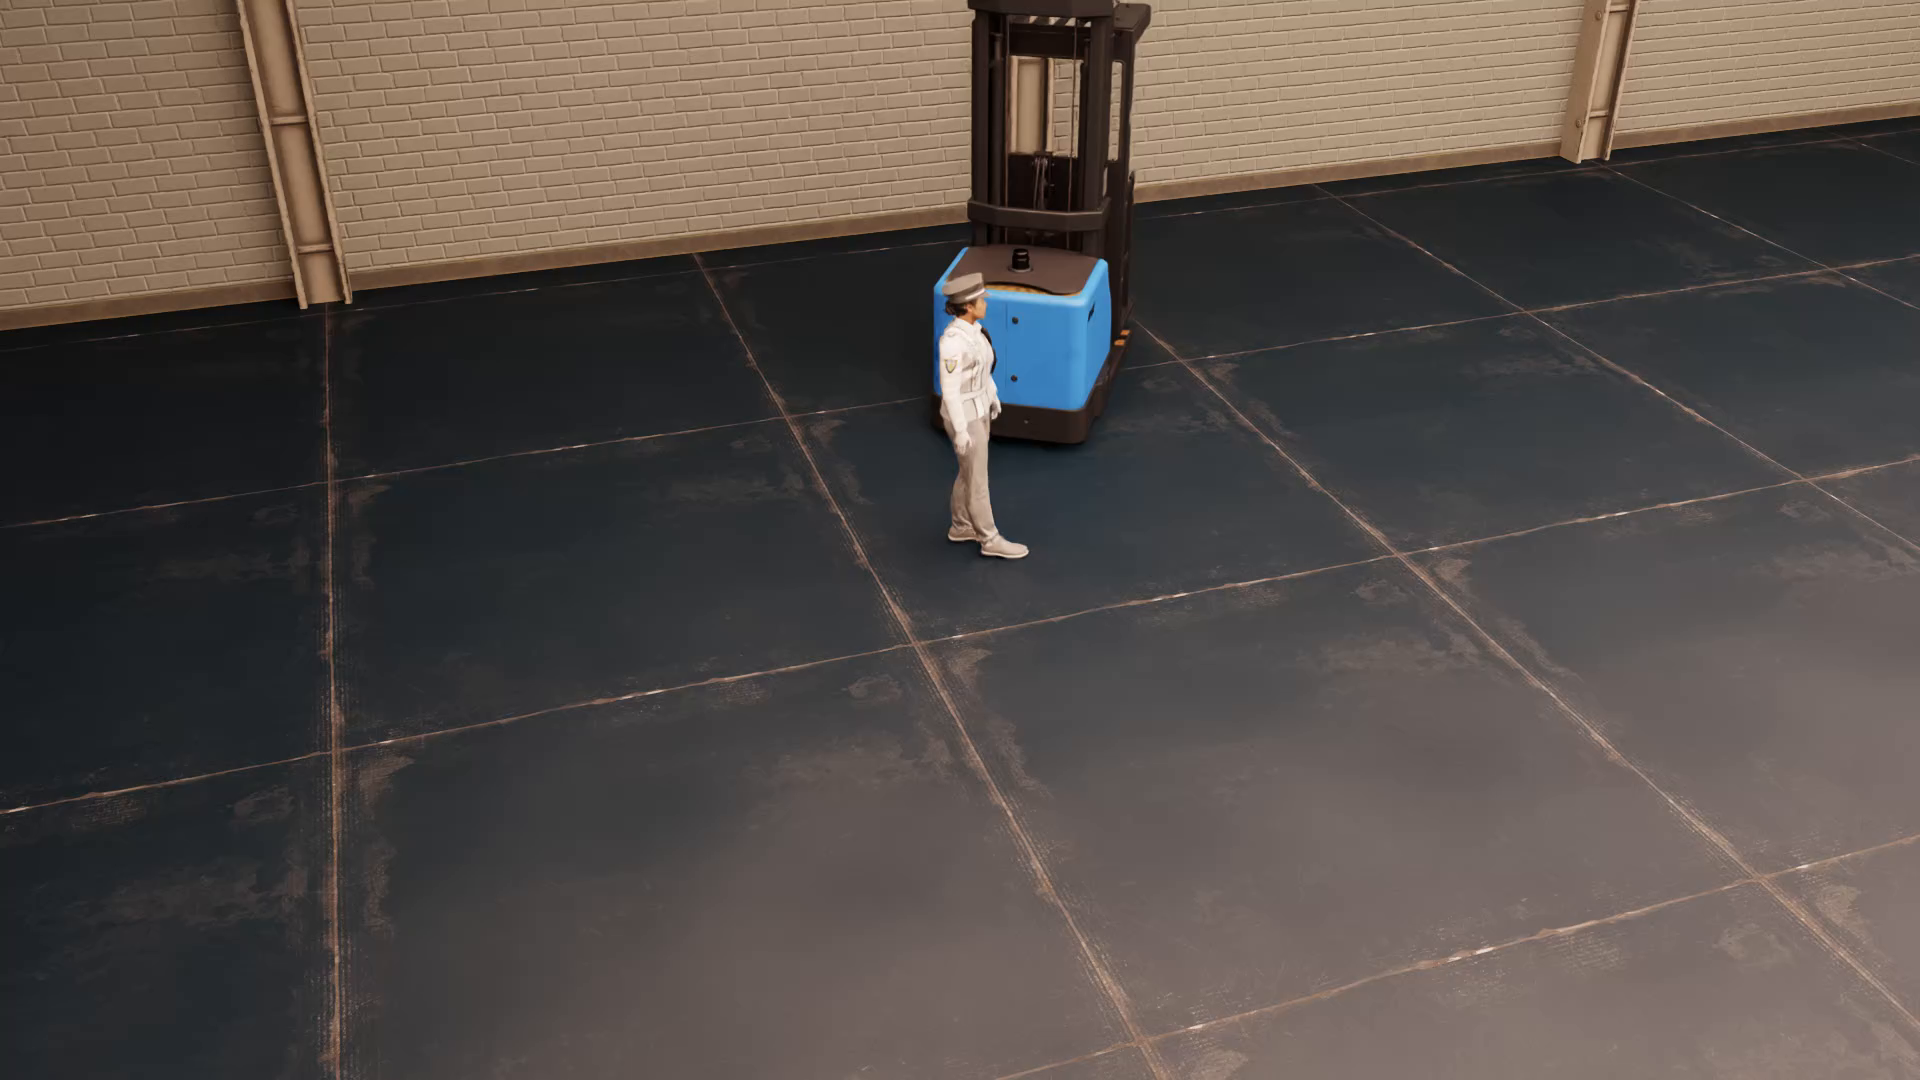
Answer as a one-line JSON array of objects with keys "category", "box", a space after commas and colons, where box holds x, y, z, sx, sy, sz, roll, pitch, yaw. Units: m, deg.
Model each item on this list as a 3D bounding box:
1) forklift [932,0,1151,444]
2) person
[{"category": "forklift", "box": [0.678, -2.629, 11.656, 1.130, 2.935, 3.031, 7, 31, 13]}, {"category": "person", "box": [0.159, -0.720, 9.594, 0.556, 1.681, 0.614, 6, 30, 10]}]
